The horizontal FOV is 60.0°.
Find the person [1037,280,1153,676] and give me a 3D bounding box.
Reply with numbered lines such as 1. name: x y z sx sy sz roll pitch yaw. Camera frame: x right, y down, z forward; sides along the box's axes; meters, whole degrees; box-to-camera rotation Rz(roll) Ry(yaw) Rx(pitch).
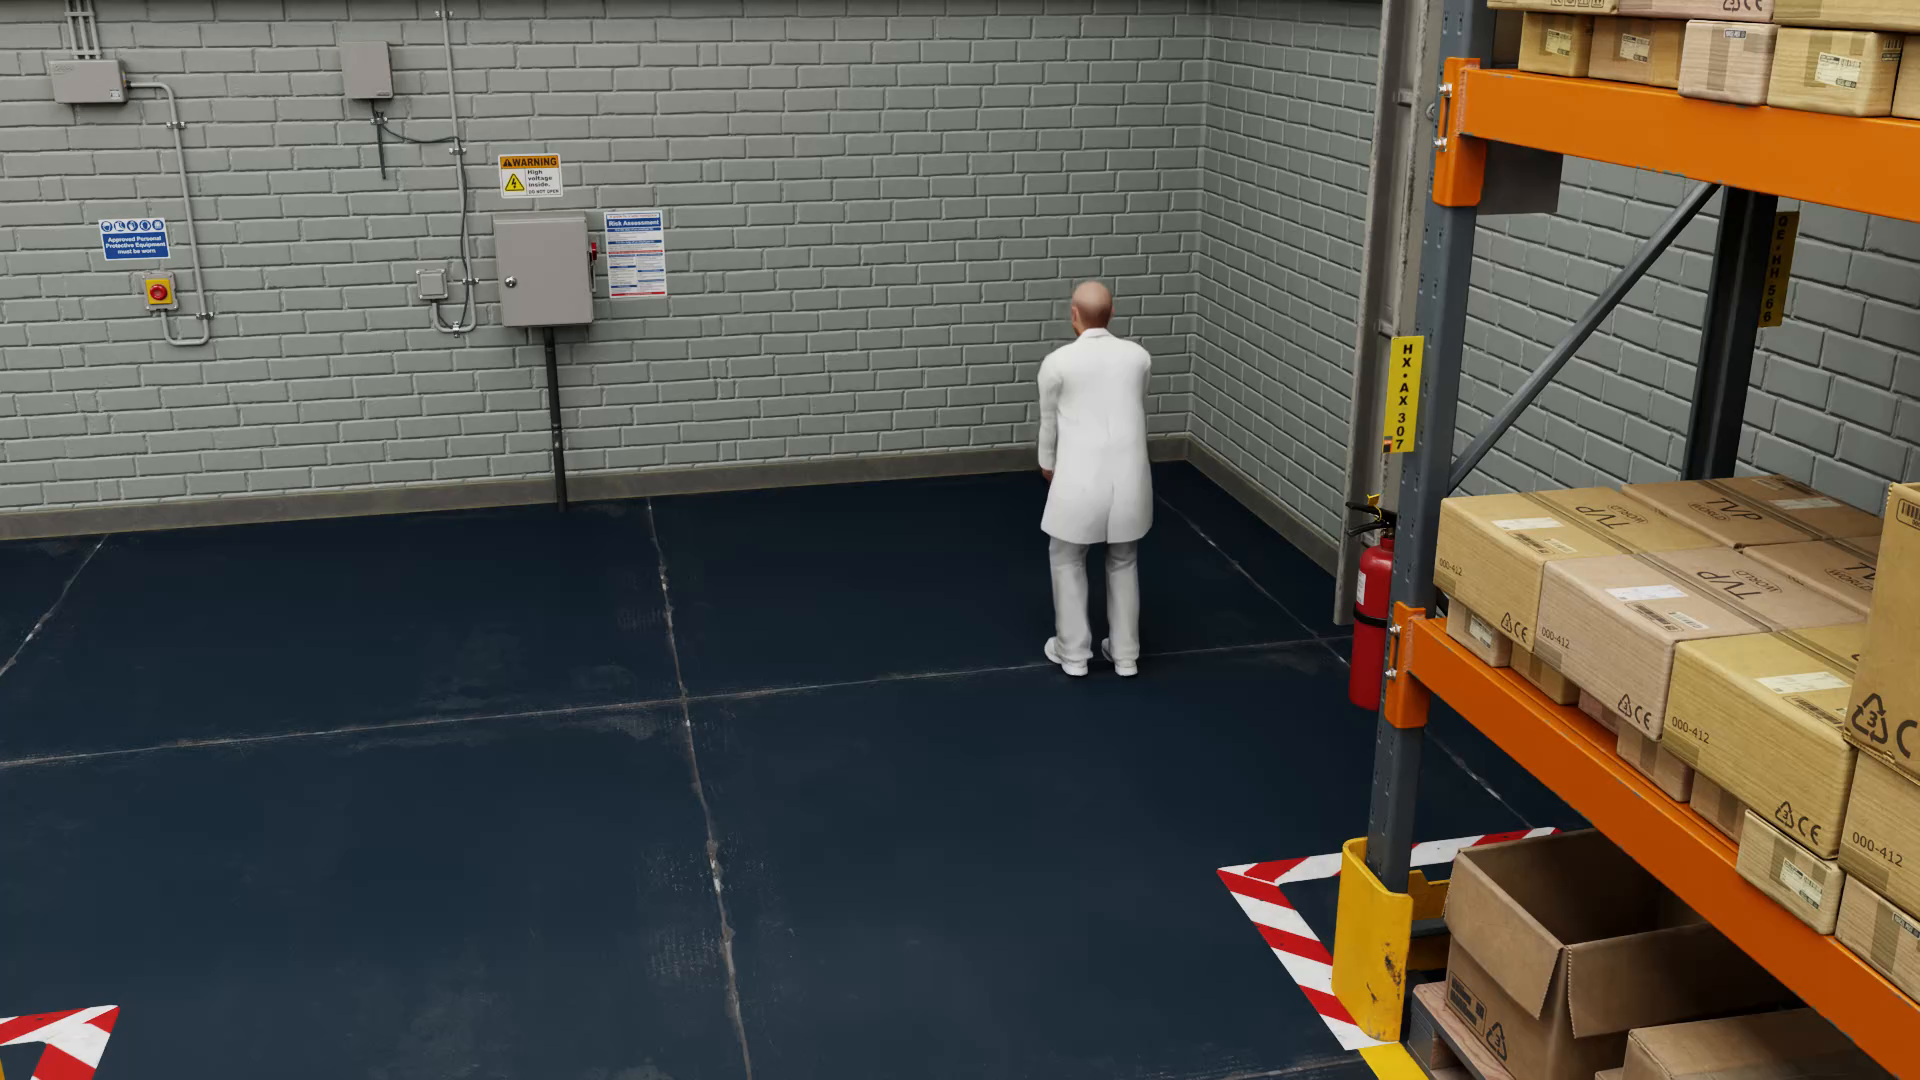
1. person: 0.588 -0.278 7.410 0.532 1.767 0.582 -5 20 -13
